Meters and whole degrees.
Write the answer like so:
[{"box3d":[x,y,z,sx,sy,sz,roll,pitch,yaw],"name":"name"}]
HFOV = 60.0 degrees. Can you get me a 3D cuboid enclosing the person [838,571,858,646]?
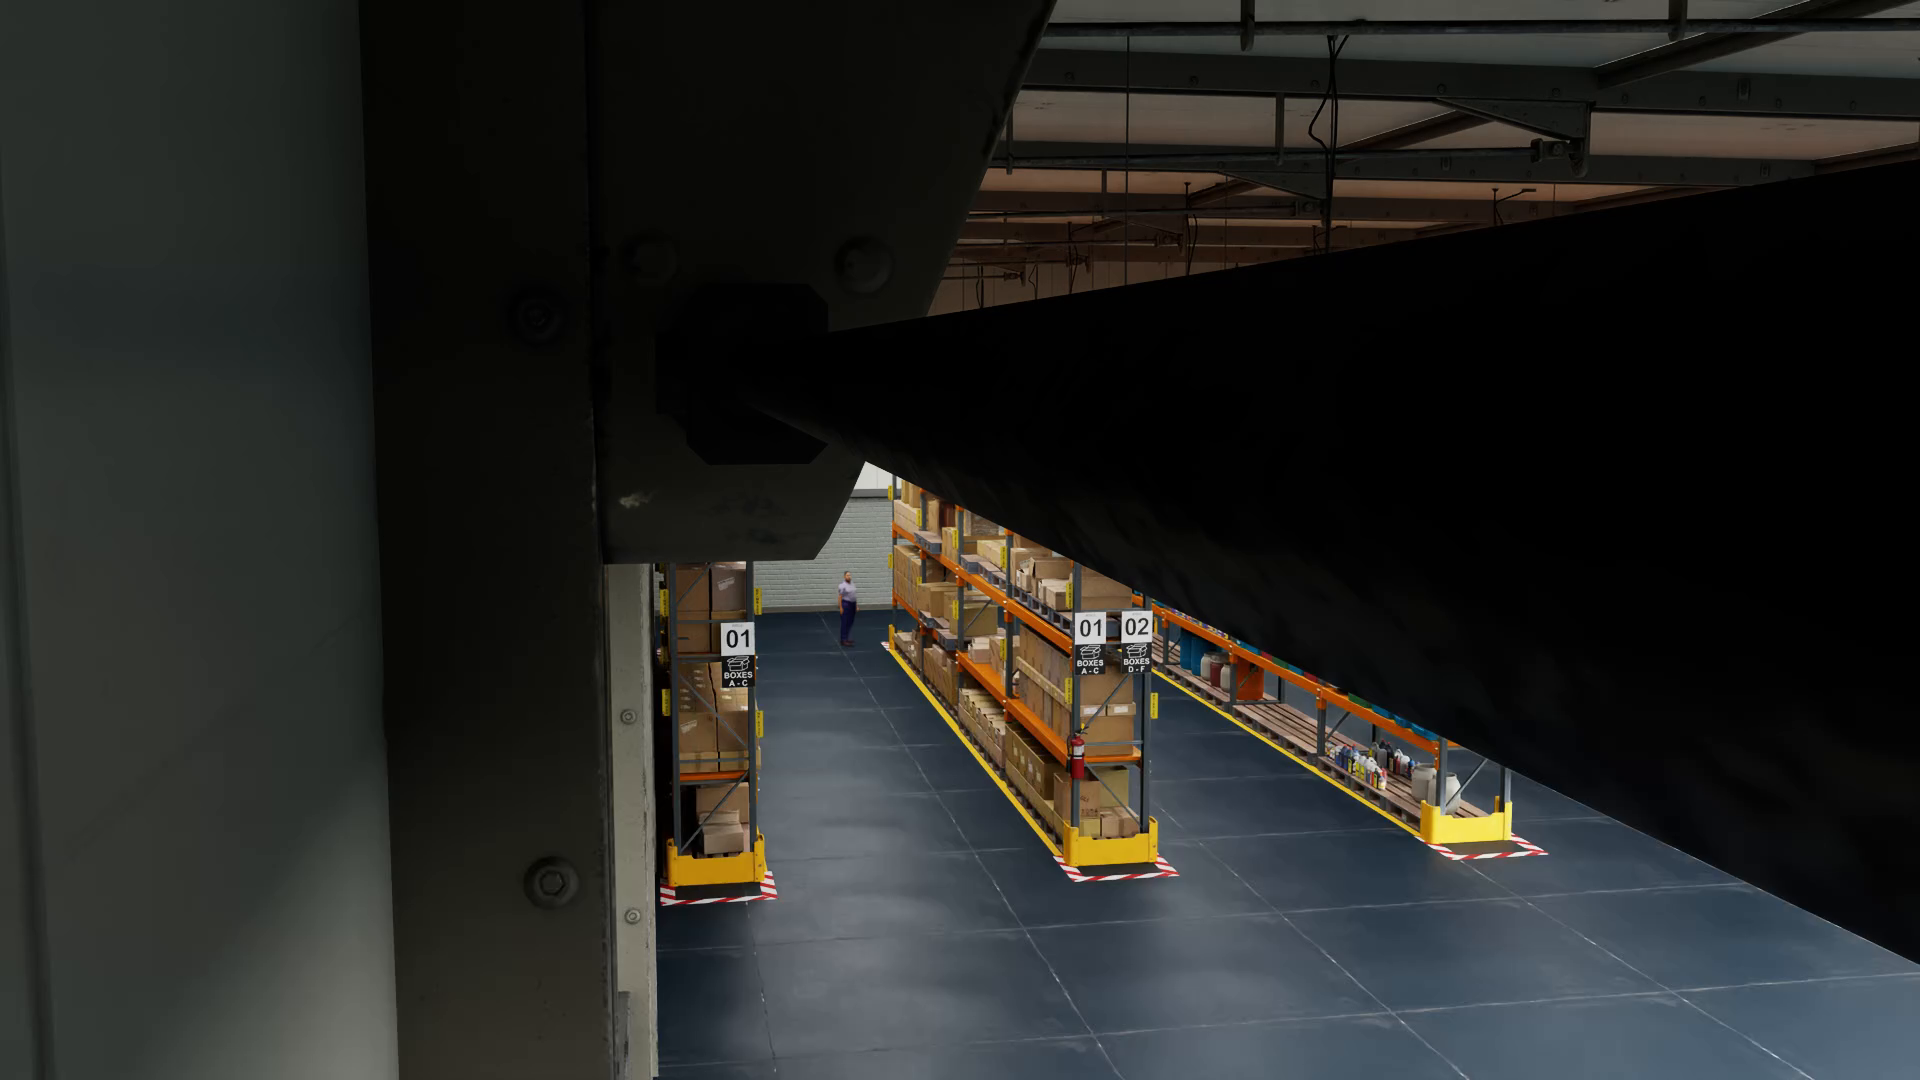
[{"box3d":[-2.491,1.515,37.038,0.379,1.631,0.489,3,7,28],"name":"person"}]
